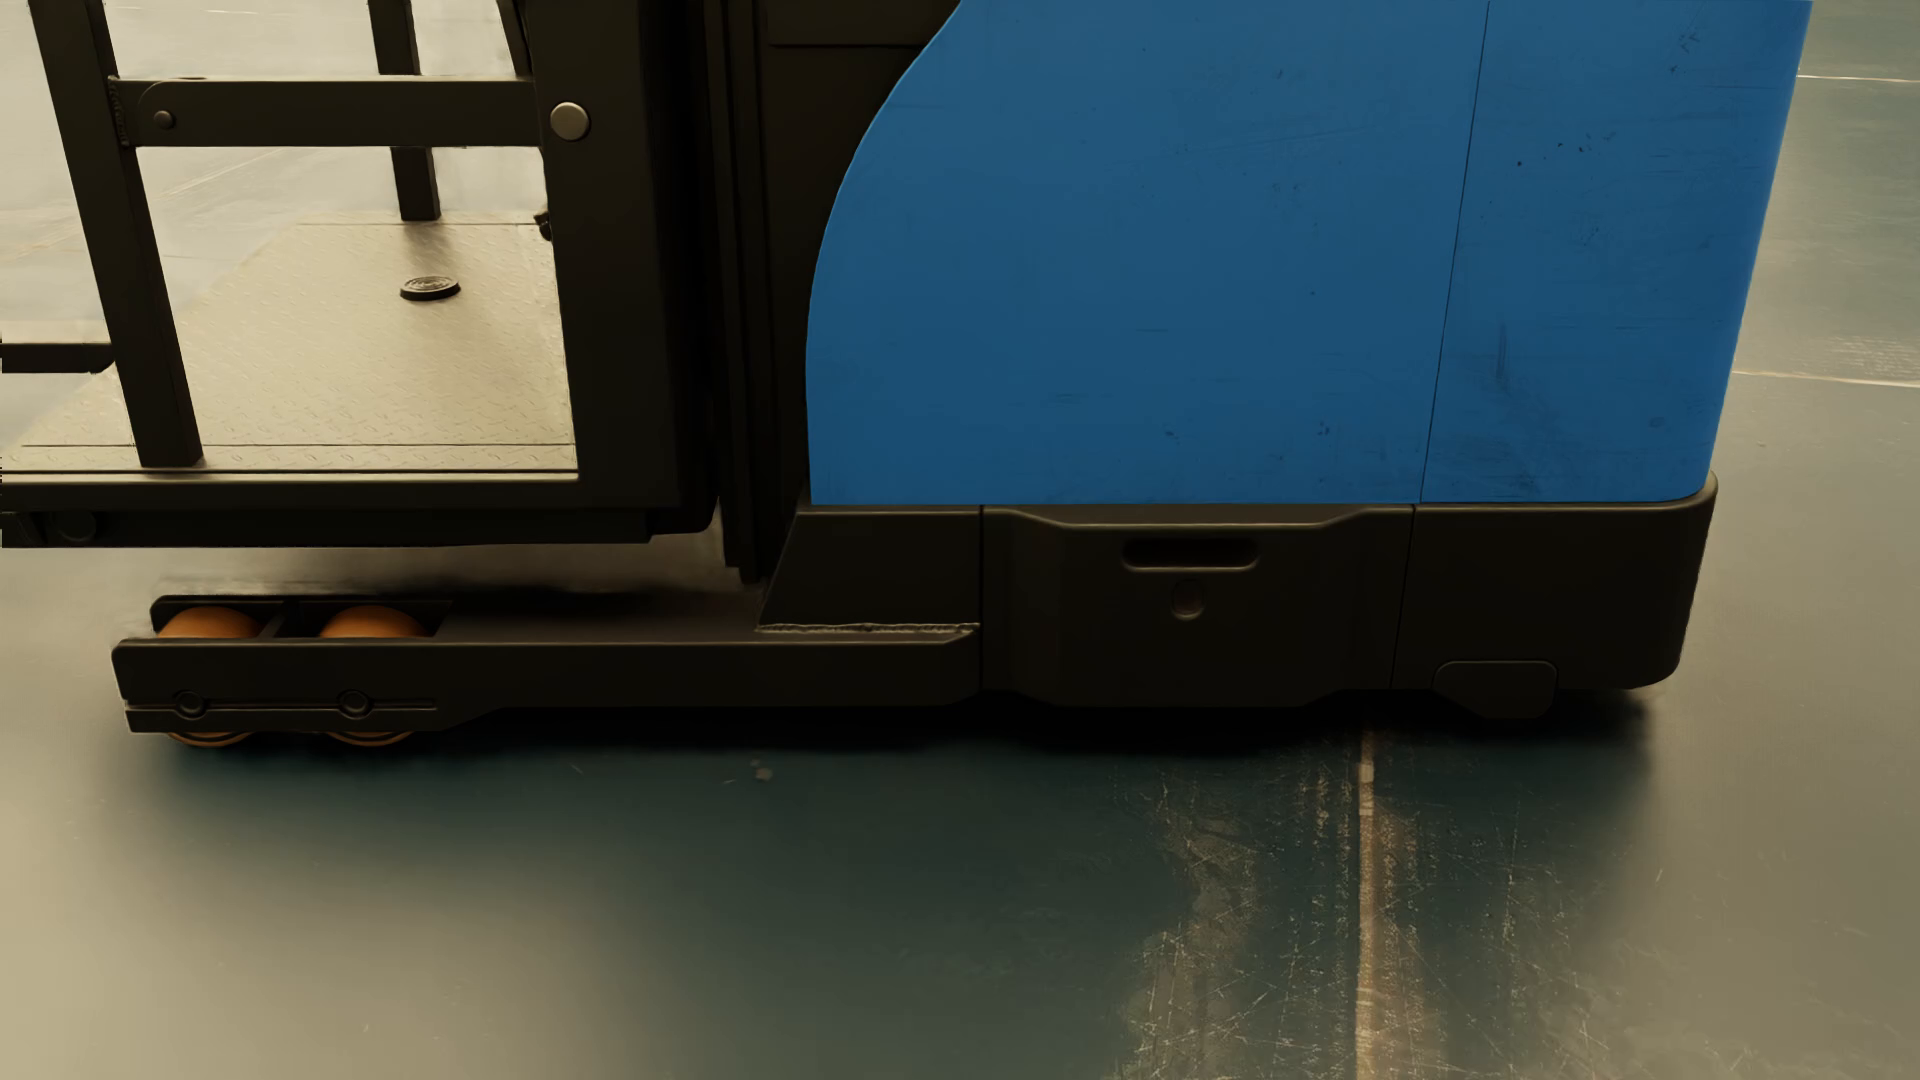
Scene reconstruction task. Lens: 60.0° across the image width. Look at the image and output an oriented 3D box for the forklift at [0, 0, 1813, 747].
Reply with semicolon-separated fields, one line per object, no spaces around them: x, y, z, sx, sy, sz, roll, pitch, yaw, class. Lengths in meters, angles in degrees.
-0.625;-1.298;1.820;3.031;2.935;1.130;0;27;0;forklift
